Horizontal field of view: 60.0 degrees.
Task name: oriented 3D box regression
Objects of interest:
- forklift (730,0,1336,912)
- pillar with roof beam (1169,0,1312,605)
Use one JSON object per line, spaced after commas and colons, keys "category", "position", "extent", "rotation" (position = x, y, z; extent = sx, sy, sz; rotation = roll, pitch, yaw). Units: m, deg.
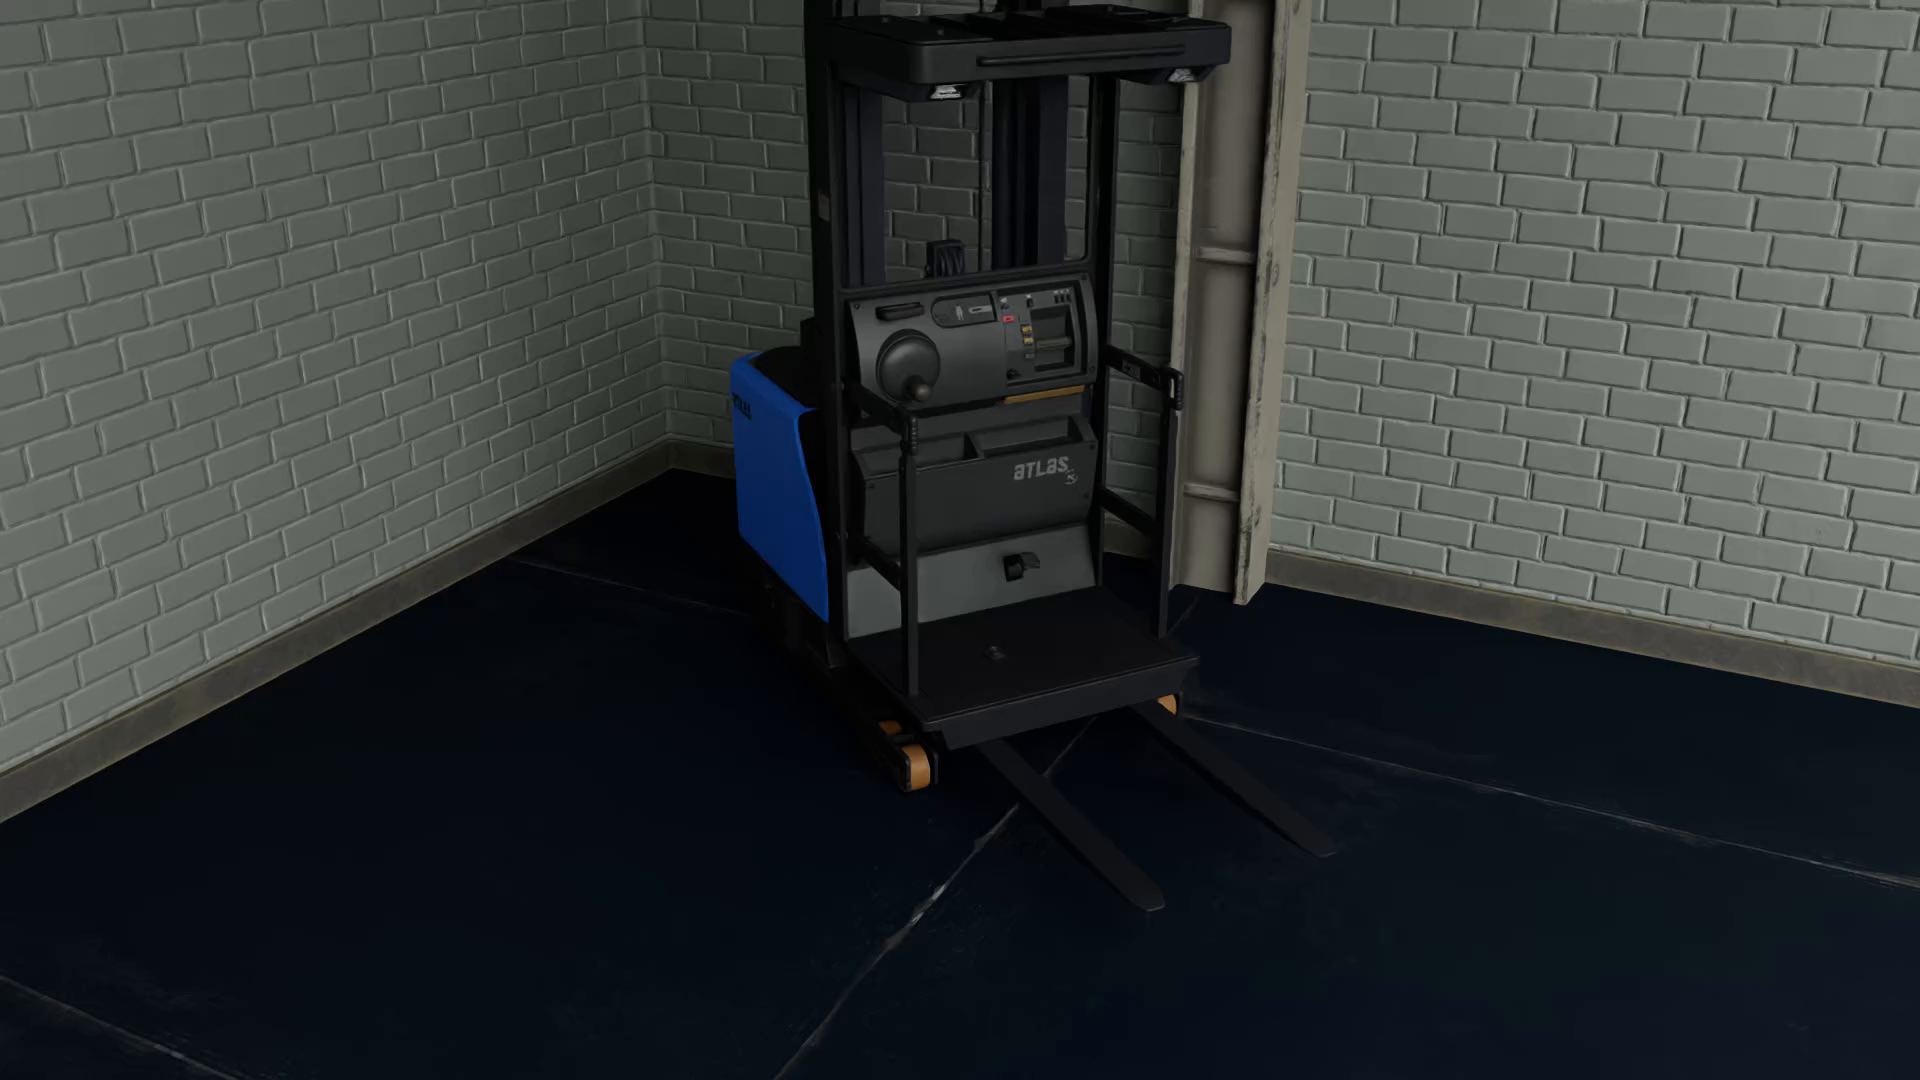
{"category": "forklift", "position": [0.156, -0.680, 5.605], "extent": [1.130, 2.935, 3.031], "rotation": [-11, 25, -24]}
{"category": "pillar with roof beam", "position": [-0.834, -2.447, 2.004], "extent": [0.400, 9.000, 9.100], "rotation": [11, 25, 25]}
